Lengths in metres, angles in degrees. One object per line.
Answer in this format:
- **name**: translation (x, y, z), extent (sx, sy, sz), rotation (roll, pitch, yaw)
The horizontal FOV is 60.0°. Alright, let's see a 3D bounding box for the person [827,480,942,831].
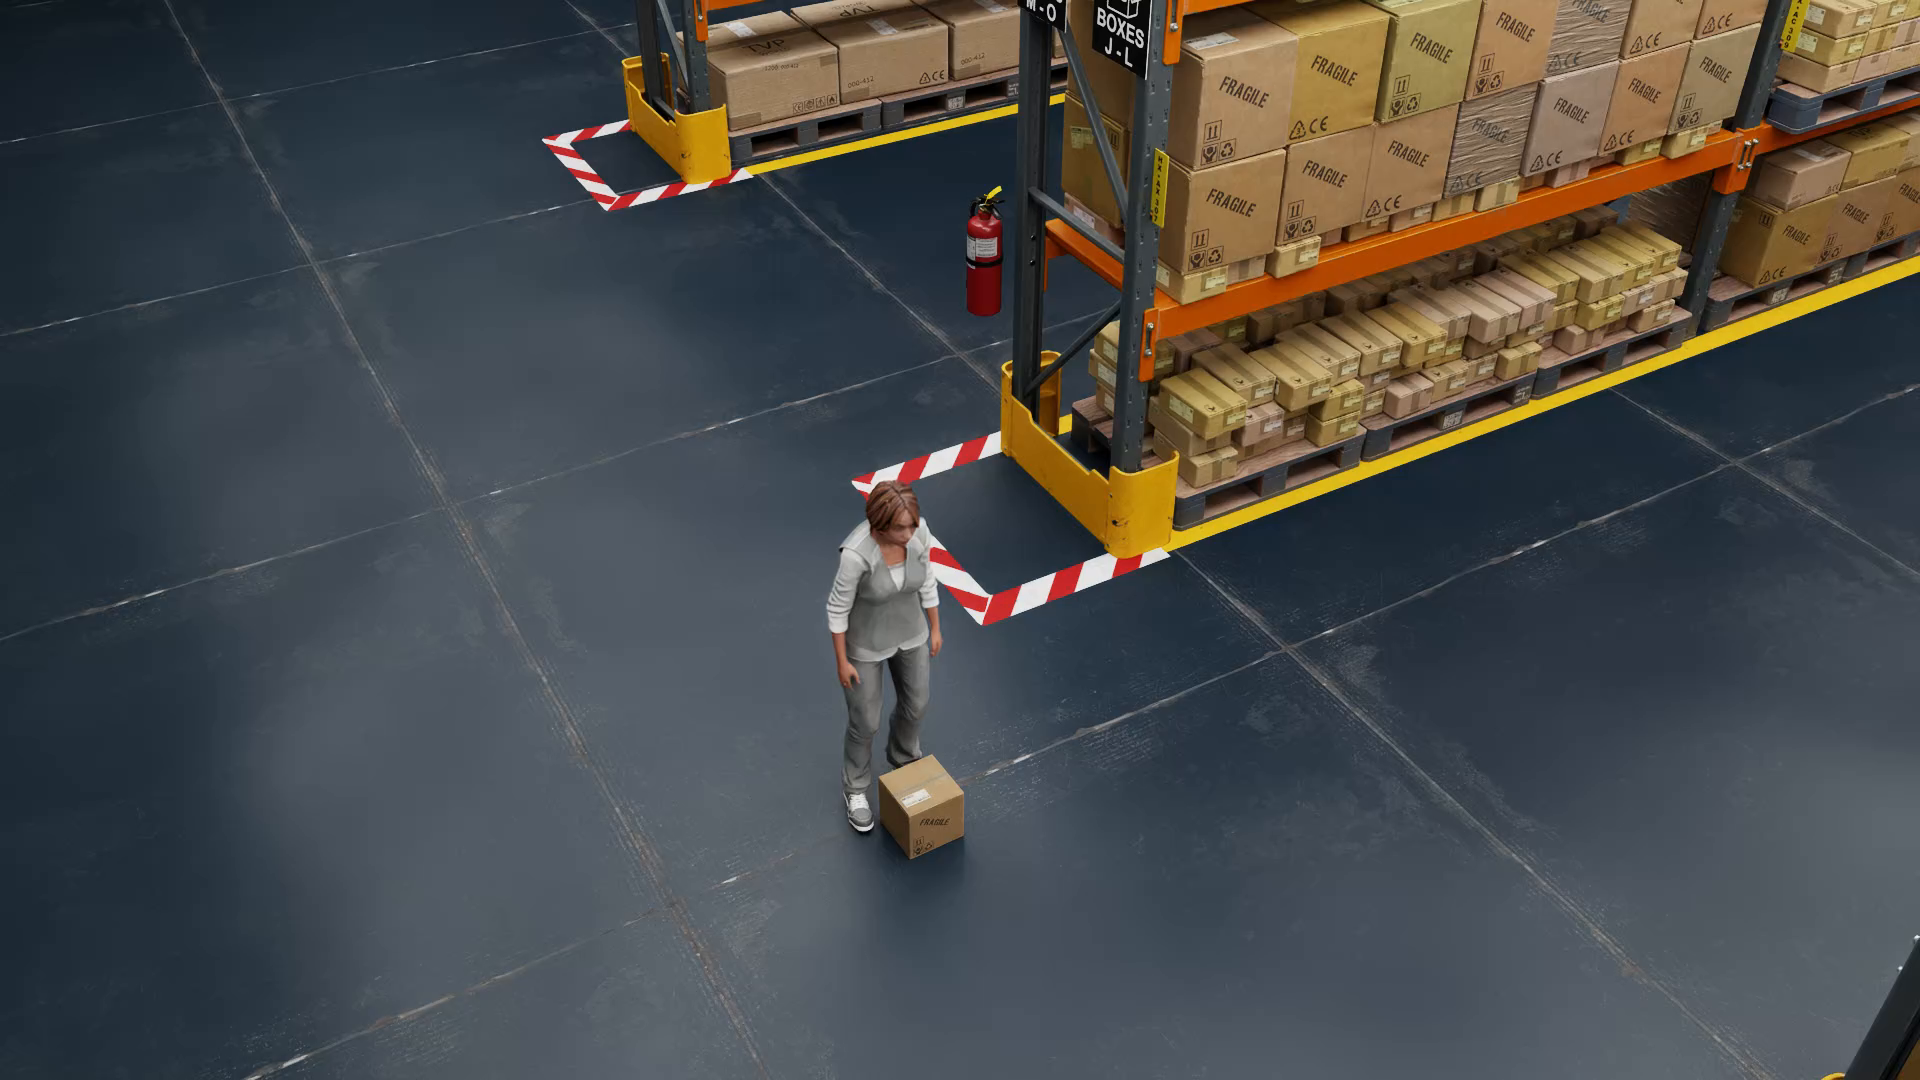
- **person**: translation (-0.281, 0.409, 6.397), extent (0.471, 1.593, 0.350), rotation (-20, 42, -24)
